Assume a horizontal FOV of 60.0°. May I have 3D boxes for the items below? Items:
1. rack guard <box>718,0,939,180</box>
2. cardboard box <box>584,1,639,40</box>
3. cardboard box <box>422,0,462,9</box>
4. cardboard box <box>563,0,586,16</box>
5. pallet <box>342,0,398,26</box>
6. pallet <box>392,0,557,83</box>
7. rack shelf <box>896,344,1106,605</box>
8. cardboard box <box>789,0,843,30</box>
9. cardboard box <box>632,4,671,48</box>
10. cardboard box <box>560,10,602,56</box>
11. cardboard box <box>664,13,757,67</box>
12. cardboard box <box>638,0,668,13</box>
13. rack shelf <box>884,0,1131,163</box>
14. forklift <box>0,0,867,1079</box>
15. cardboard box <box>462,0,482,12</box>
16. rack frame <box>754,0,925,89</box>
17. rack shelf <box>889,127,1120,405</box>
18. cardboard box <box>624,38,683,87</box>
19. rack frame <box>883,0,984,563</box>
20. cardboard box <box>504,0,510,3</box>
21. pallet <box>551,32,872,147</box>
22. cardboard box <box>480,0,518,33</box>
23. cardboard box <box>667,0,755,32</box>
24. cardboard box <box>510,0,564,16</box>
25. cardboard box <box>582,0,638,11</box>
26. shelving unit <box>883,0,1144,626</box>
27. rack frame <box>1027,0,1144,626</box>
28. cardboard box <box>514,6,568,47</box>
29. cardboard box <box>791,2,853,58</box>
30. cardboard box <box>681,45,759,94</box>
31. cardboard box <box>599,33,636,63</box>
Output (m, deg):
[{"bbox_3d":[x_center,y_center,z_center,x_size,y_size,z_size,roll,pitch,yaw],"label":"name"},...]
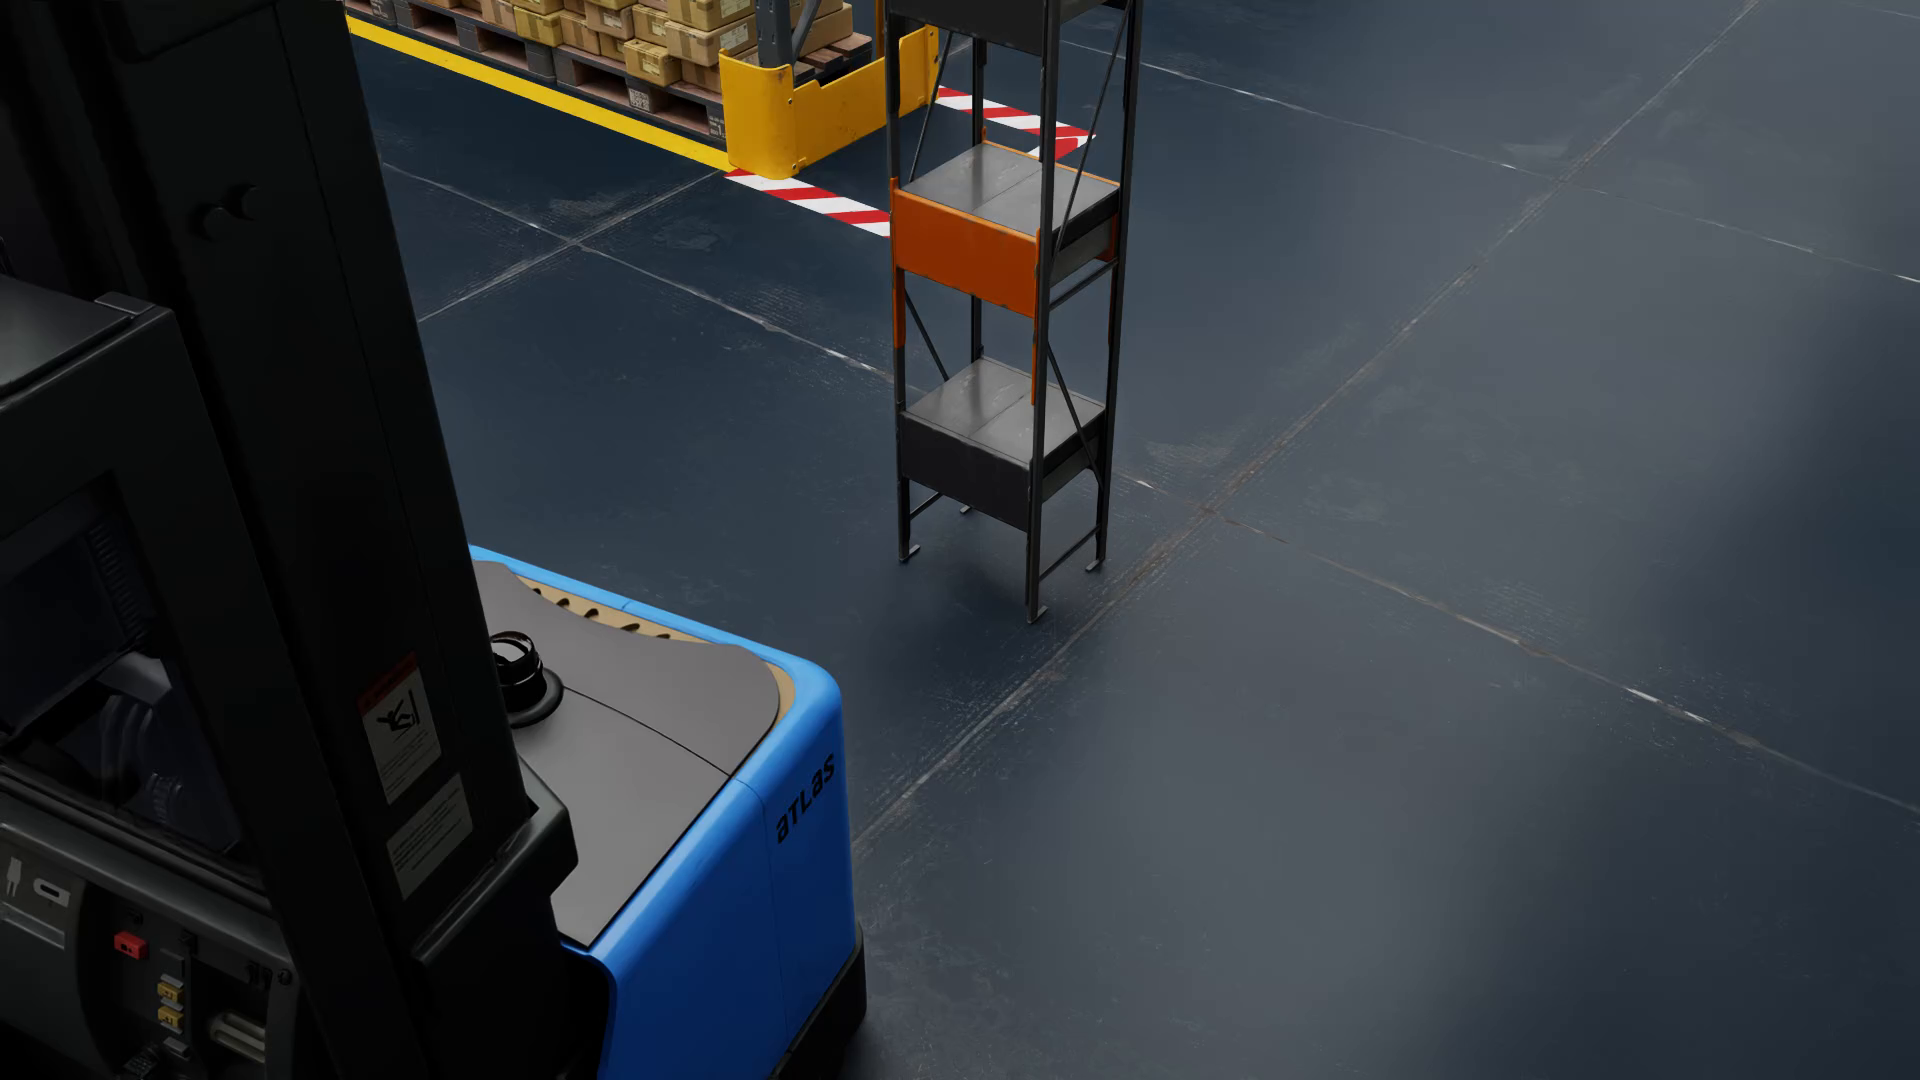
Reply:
[{"bbox_3d":[-0.566,-2.101,7.527,0.348,0.500,1.175,25,45,29],"label":"rack guard"},{"bbox_3d":[-1.512,-2.468,7.700,0.250,0.149,0.380,23,44,27],"label":"cardboard box"},{"bbox_3d":[-2.534,-2.837,8.413,0.250,0.149,0.380,24,44,27],"label":"cardboard box"},{"bbox_3d":[-1.663,-2.619,7.893,0.250,0.149,0.380,25,44,28],"label":"cardboard box"},{"bbox_3d":[-3.128,-3.222,9.194,1.213,0.211,1.003,25,45,29],"label":"pallet"},{"bbox_3d":[-2.155,-2.766,8.611,1.213,0.211,1.003,25,45,29],"label":"pallet"},{"bbox_3d":[0.131,-0.203,4.963,0.480,0.518,0.431,25,45,29],"label":"rack shelf"},{"bbox_3d":[-0.766,-2.538,7.789,0.250,0.149,0.380,27,46,30],"label":"cardboard box"},{"bbox_3d":[-1.273,-2.398,7.611,0.250,0.149,0.380,24,44,28],"label":"cardboard box"},{"bbox_3d":[-1.678,-2.468,7.941,0.250,0.149,0.380,26,45,29],"label":"cardboard box"},{"bbox_3d":[-1.098,-2.274,7.452,0.250,0.149,0.380,24,44,27],"label":"cardboard box"},{"bbox_3d":[-1.245,-2.530,7.537,0.250,0.149,0.380,26,45,29],"label":"cardboard box"},{"bbox_3d":[0.131,-1.305,4.100,0.480,0.518,0.431,25,45,29],"label":"rack shelf"},{"bbox_3d":[-1.318,0.625,2.075,1.130,2.935,3.031,17,41,20],"label":"forklift"},{"bbox_3d":[-2.279,-2.777,8.335,0.250,0.149,0.380,27,45,30],"label":"cardboard box"},{"bbox_3d":[-0.506,-3.056,6.720,0.127,3.000,1.000,25,45,29],"label":"rack frame"},{"bbox_3d":[0.131,-0.754,4.532,0.480,0.518,0.431,25,45,29],"label":"rack shelf"},{"bbox_3d":[-1.316,-2.241,7.651,0.250,0.149,0.380,27,45,30],"label":"cardboard box"},{"bbox_3d":[-0.062,-0.856,4.640,0.015,2.100,0.400,25,45,29],"label":"rack frame"},{"bbox_3d":[-2.124,-2.761,8.073,0.250,0.149,0.380,28,46,31],"label":"cardboard box"},{"bbox_3d":[-1.190,-2.308,8.027,1.213,0.211,1.003,25,45,29],"label":"pallet"},{"bbox_3d":[-2.123,-2.645,8.167,0.250,0.149,0.380,26,45,29],"label":"cardboard box"},{"bbox_3d":[-1.080,-2.408,7.381,0.250,0.149,0.380,26,45,29],"label":"cardboard box"},{"bbox_3d":[-1.931,-2.656,7.939,0.250,0.149,0.380,26,45,29],"label":"cardboard box"},{"bbox_3d":[-1.528,-2.565,7.582,0.250,0.149,0.380,24,44,28],"label":"cardboard box"},{"bbox_3d":[0.131,-0.765,4.524,0.503,2.100,0.431,25,45,29],"label":"shelving unit"},{"bbox_3d":[0.325,-0.673,4.407,0.015,2.100,0.400,25,45,29],"label":"rack frame"},{"bbox_3d":[-1.919,-2.533,8.024,0.250,0.149,0.380,23,44,27],"label":"cardboard box"},{"bbox_3d":[-0.727,-2.452,7.921,0.250,0.149,0.380,26,45,29],"label":"cardboard box"},{"bbox_3d":[-1.051,-2.194,7.591,0.250,0.149,0.380,26,45,29],"label":"cardboard box"},{"bbox_3d":[-1.474,-2.382,7.831,0.250,0.149,0.380,25,44,28],"label":"cardboard box"}]
